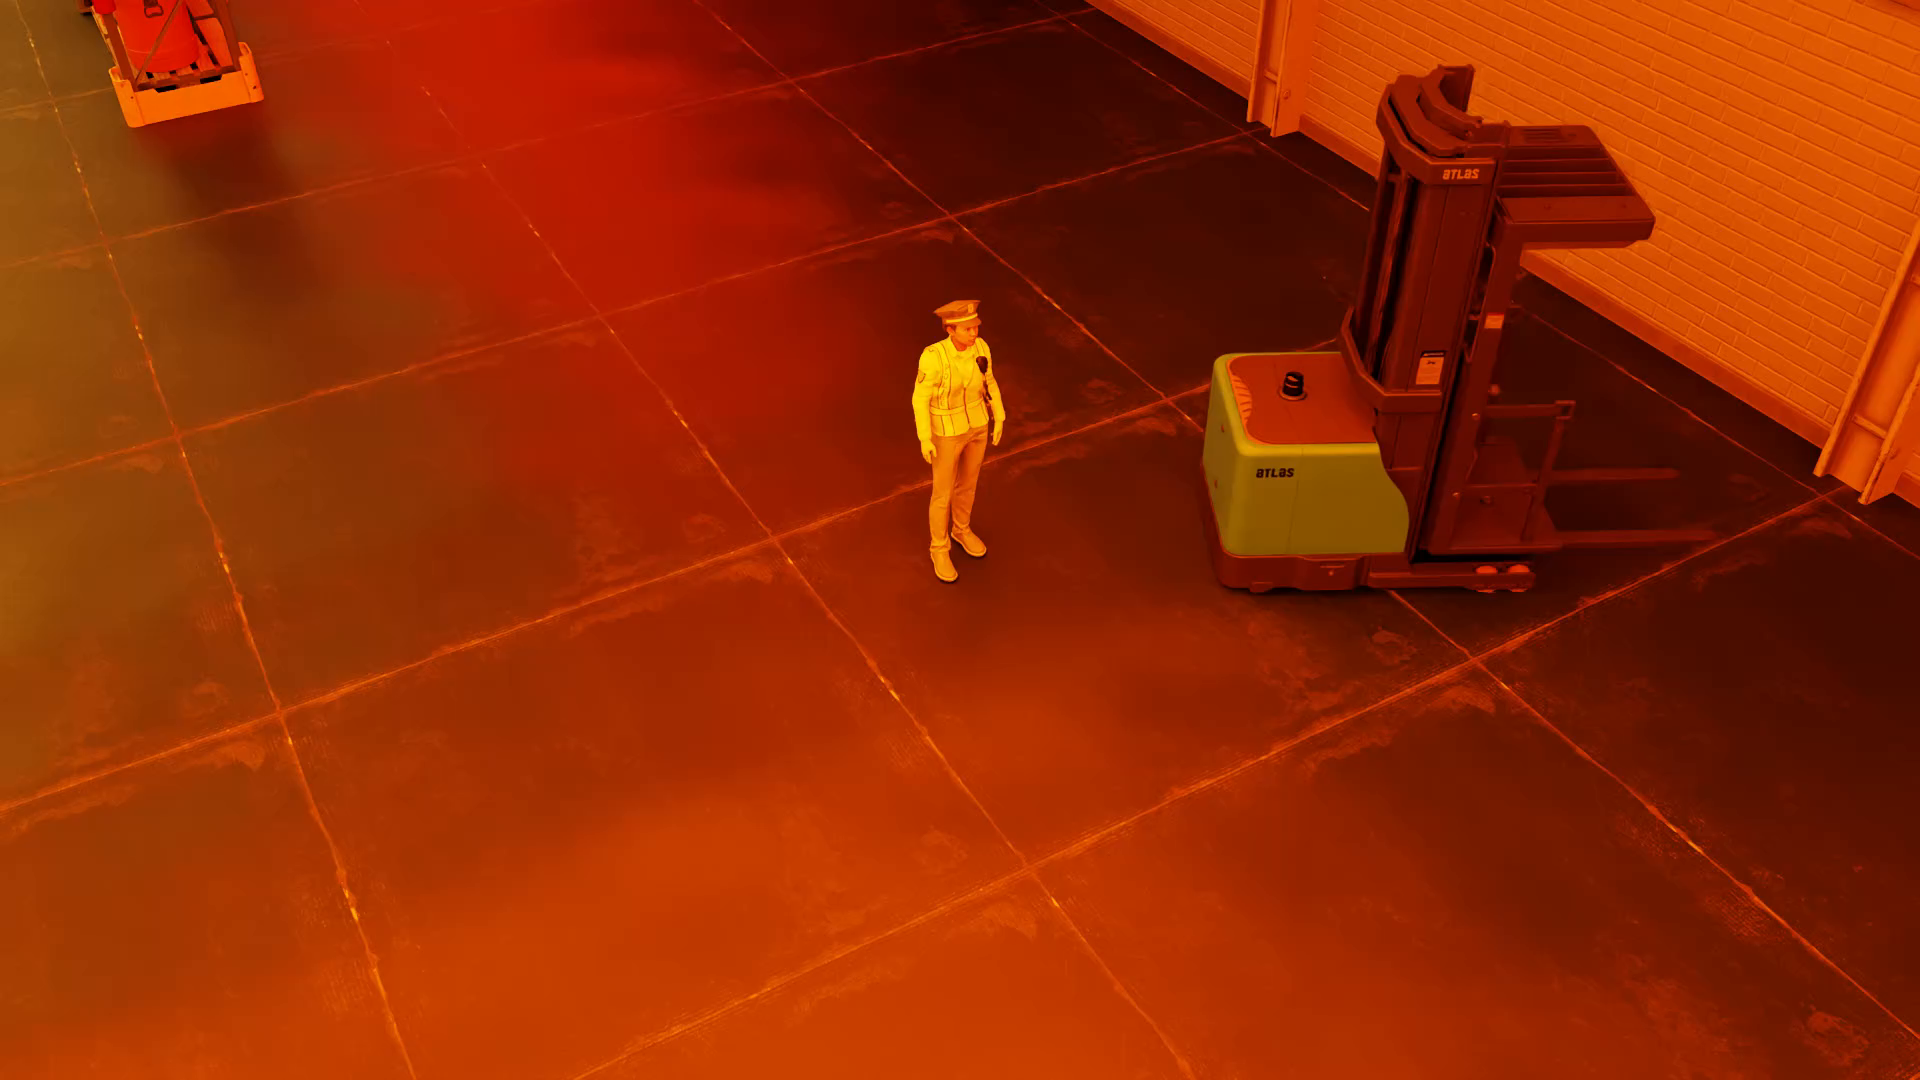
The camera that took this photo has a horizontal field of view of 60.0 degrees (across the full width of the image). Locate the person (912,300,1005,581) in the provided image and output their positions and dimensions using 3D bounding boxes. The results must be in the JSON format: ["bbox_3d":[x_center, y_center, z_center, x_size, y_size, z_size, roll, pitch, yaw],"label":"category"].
[{"bbox_3d":[0.028,-0.618,9.738,0.586,1.694,0.532,-20,44,-23],"label":"person"}]

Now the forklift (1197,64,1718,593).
[{"bbox_3d":[3.038,-1.151,9.424,3.031,2.935,1.130,-1,40,-1],"label":"forklift"}]
